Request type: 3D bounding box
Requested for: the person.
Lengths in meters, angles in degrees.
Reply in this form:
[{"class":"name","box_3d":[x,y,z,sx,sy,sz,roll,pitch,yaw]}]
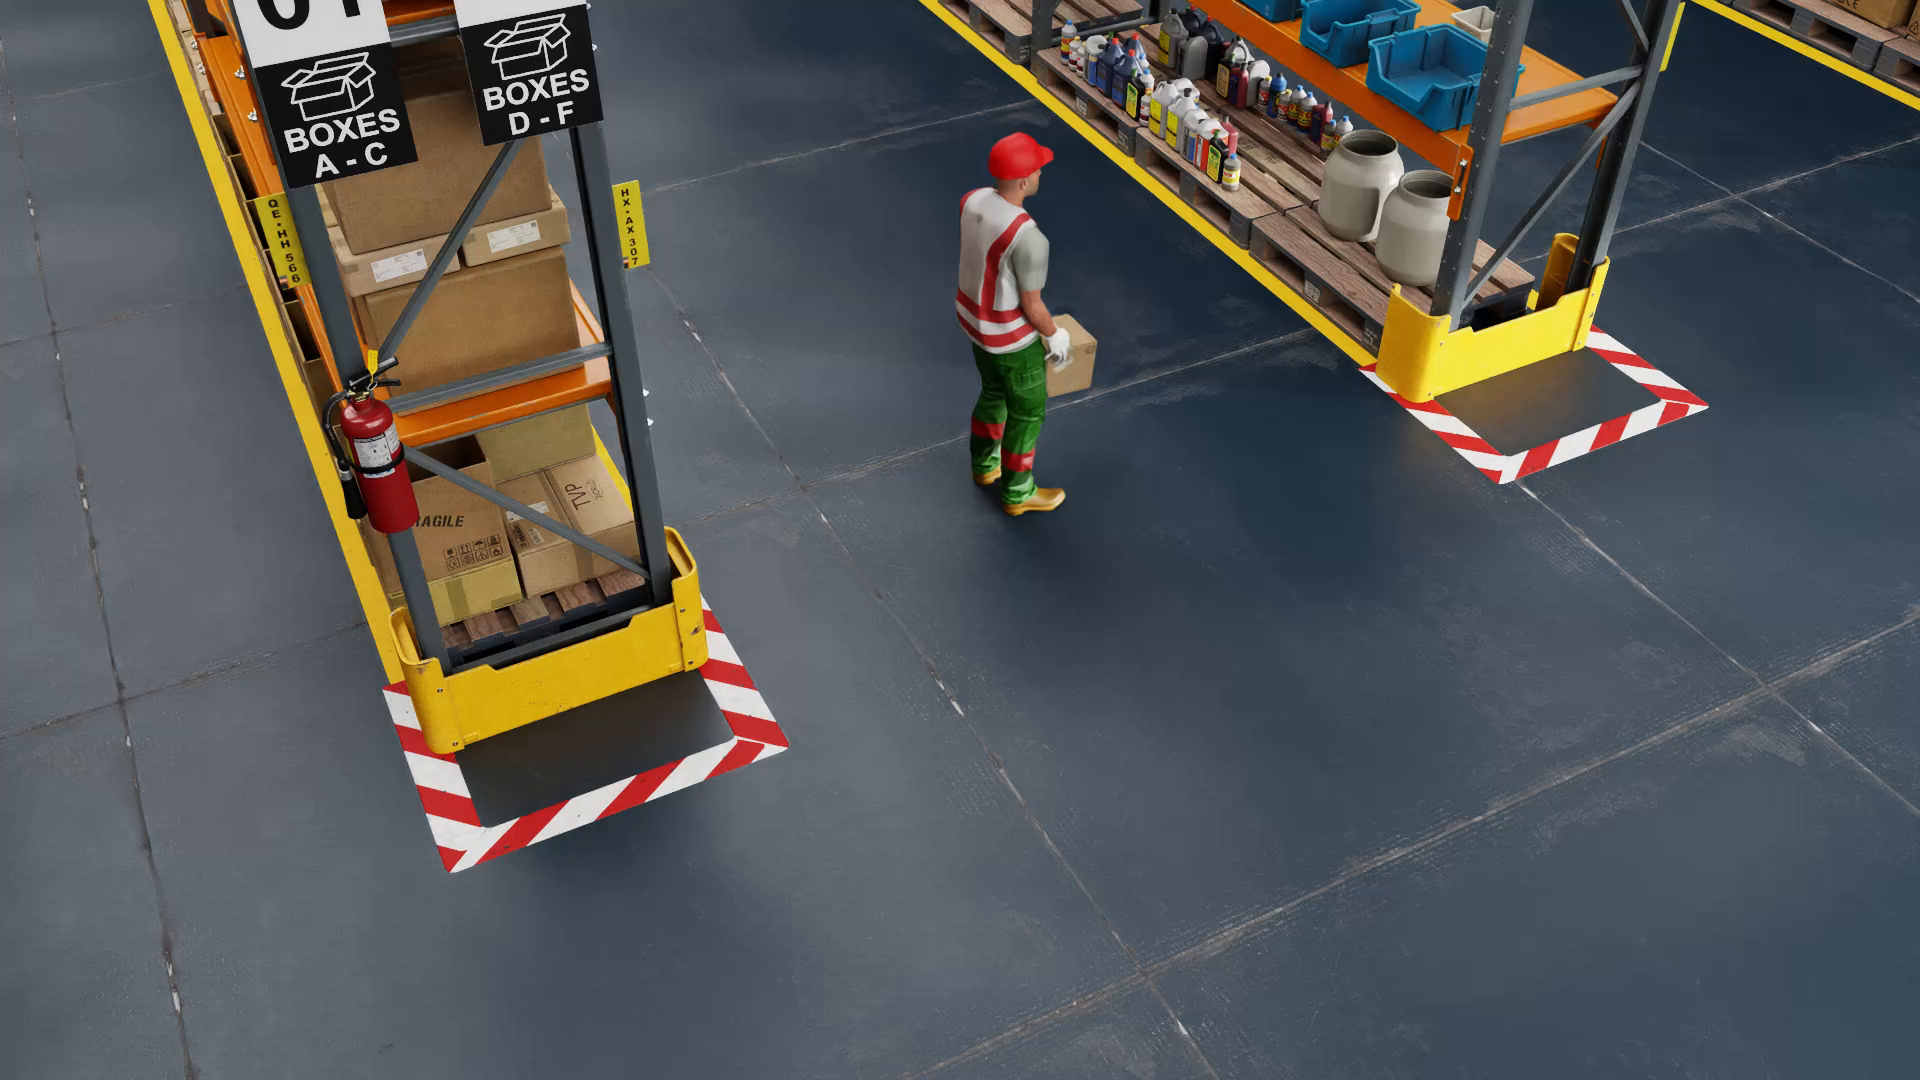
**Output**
[{"class":"person","box_3d":[0.209,-0.926,7.210,0.414,1.788,0.544,-20,45,-21]}]
